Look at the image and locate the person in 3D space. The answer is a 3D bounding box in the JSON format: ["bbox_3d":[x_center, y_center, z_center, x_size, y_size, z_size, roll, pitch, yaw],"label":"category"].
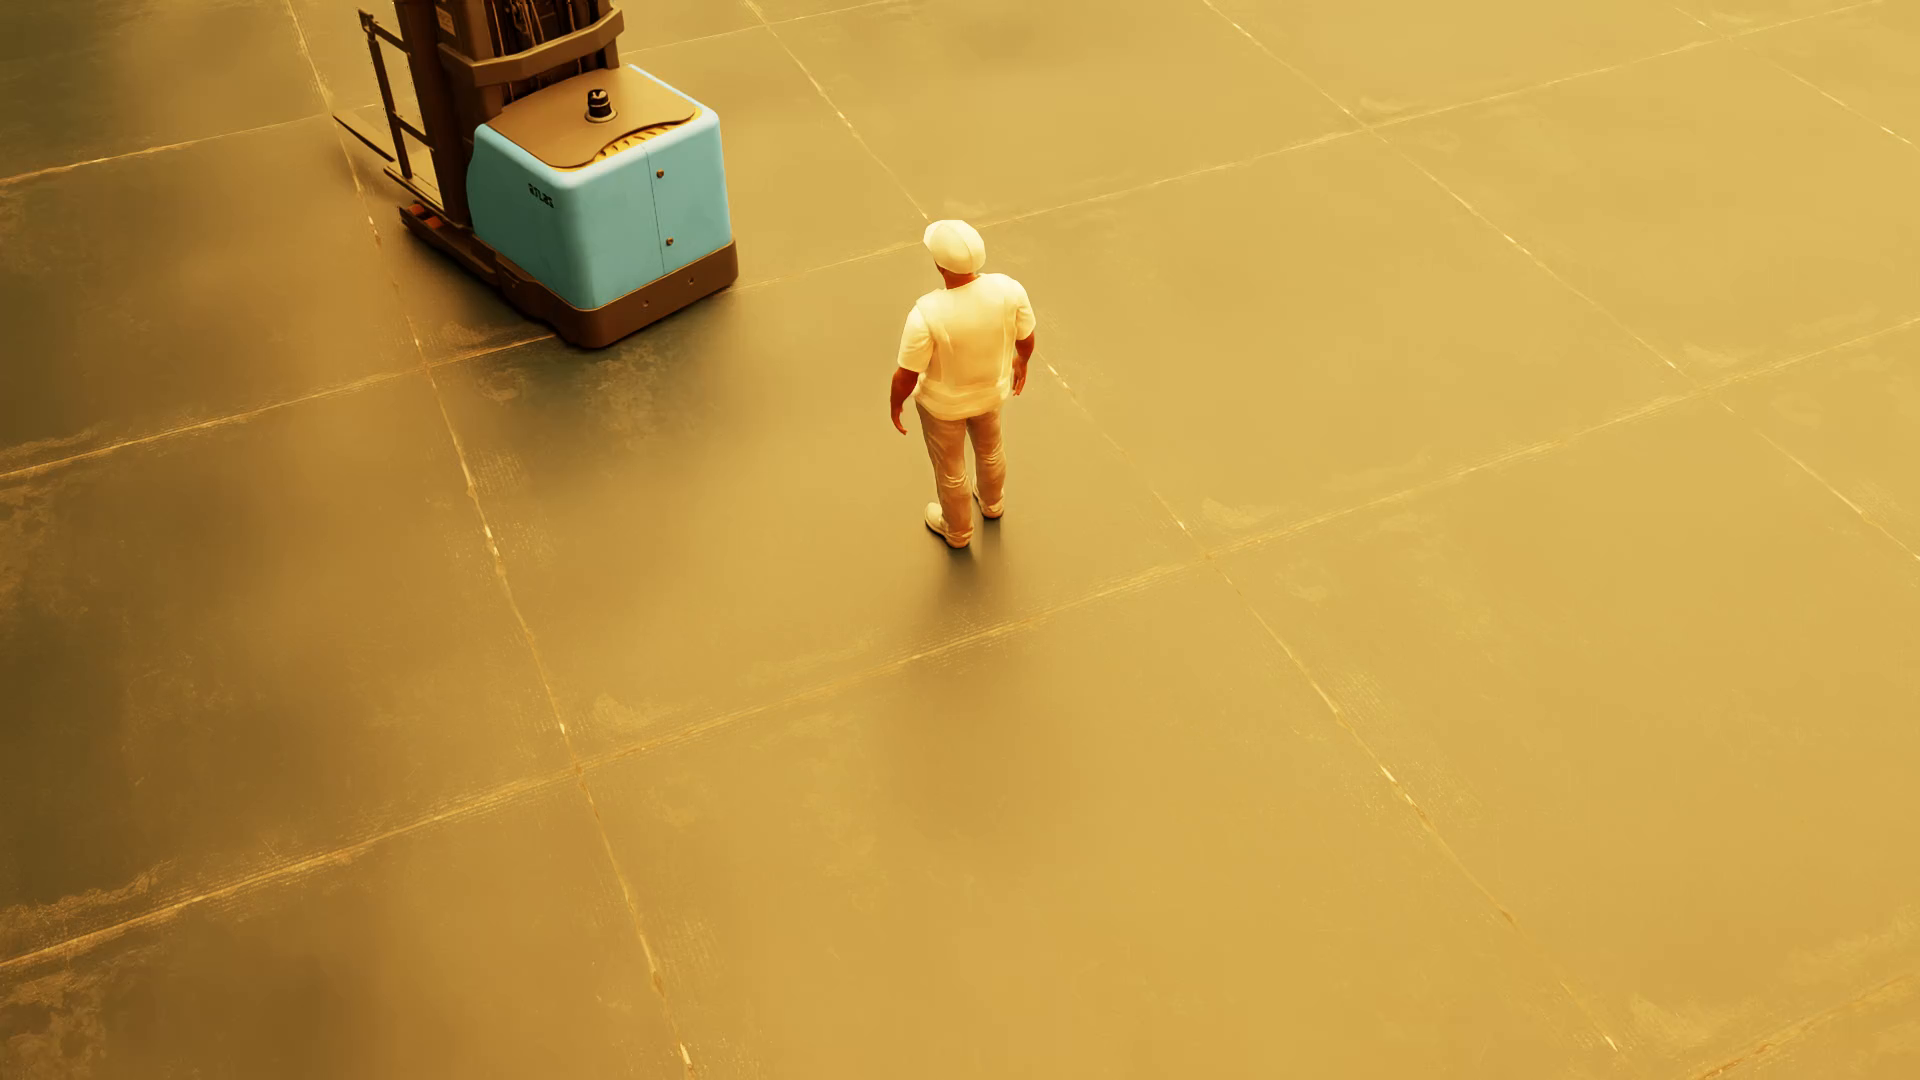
[{"bbox_3d":[-0.025,-0.696,7.269,0.666,1.768,0.575,-18,46,-18],"label":"person"}]

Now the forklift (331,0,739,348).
[{"bbox_3d":[-2.625,-2.995,8.890,1.130,2.935,3.031,-34,52,-31],"label":"forklift"}]
